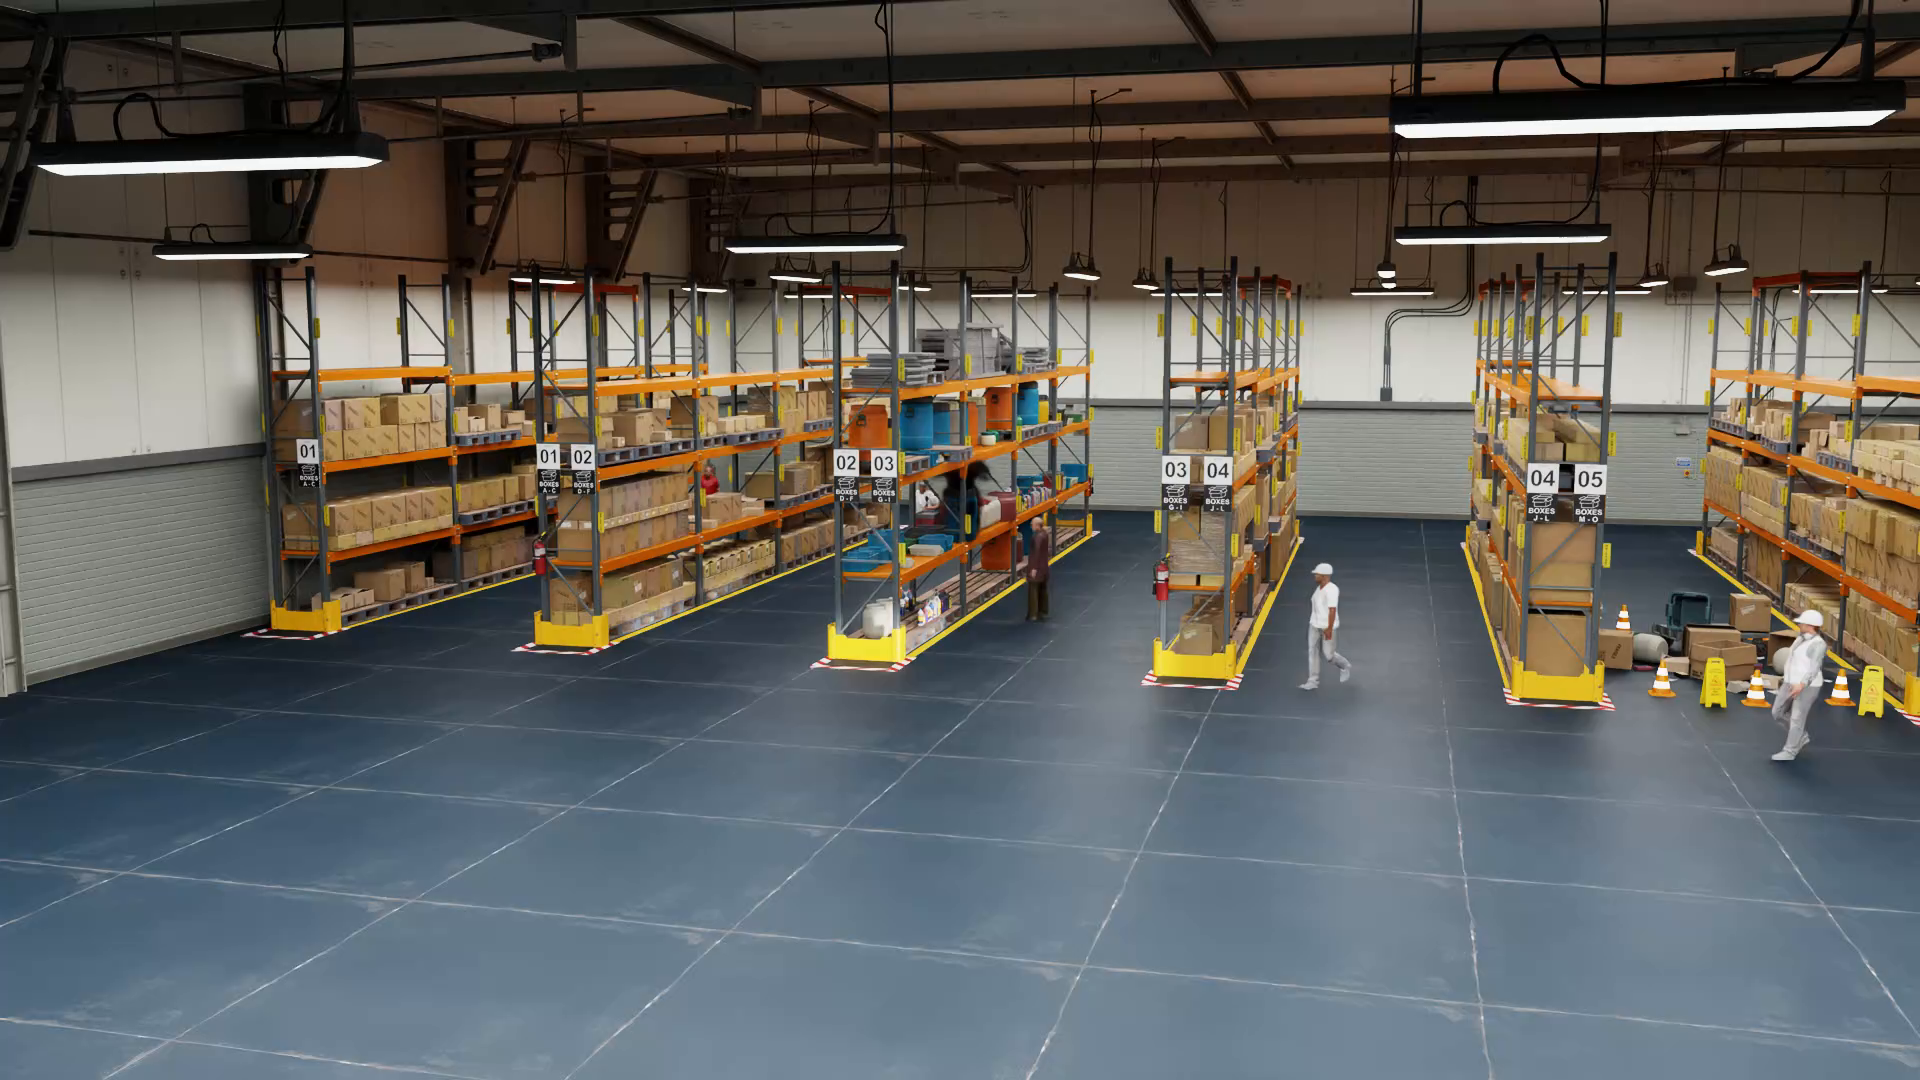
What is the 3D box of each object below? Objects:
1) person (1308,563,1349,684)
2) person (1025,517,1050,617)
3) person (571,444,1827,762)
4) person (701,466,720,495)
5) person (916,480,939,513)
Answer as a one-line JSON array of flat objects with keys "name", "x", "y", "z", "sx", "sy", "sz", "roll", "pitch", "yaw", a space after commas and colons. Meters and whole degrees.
[{"name": "person", "x": 5.147, "y": 1.163, "z": 23.158, "sx": 0.597, "sy": 1.693, "sz": 0.499, "roll": -6, "pitch": 9, "yaw": -39}, {"name": "person", "x": 1.358, "y": 0.447, "z": 28.682, "sx": 0.348, "sy": 1.708, "sz": 0.596, "roll": 5, "pitch": 9, "yaw": 34}, {"name": "person", "x": 1.991, "y": 0.543, "z": 22.670, "sx": 13.916, "sy": 3.185, "sz": 11.060, "roll": -2, "pitch": 7, "yaw": -14}, {"name": "person", "x": -6.149, "y": -0.948, "z": 40.341, "sx": 0.505, "sy": 1.684, "sz": 1.032, "roll": 2, "pitch": 8, "yaw": 19}, {"name": "person", "x": -0.790, "y": -0.496, "z": 35.999, "sx": 0.686, "sy": 1.661, "sz": 0.690, "roll": 2, "pitch": 8, "yaw": 19}]
